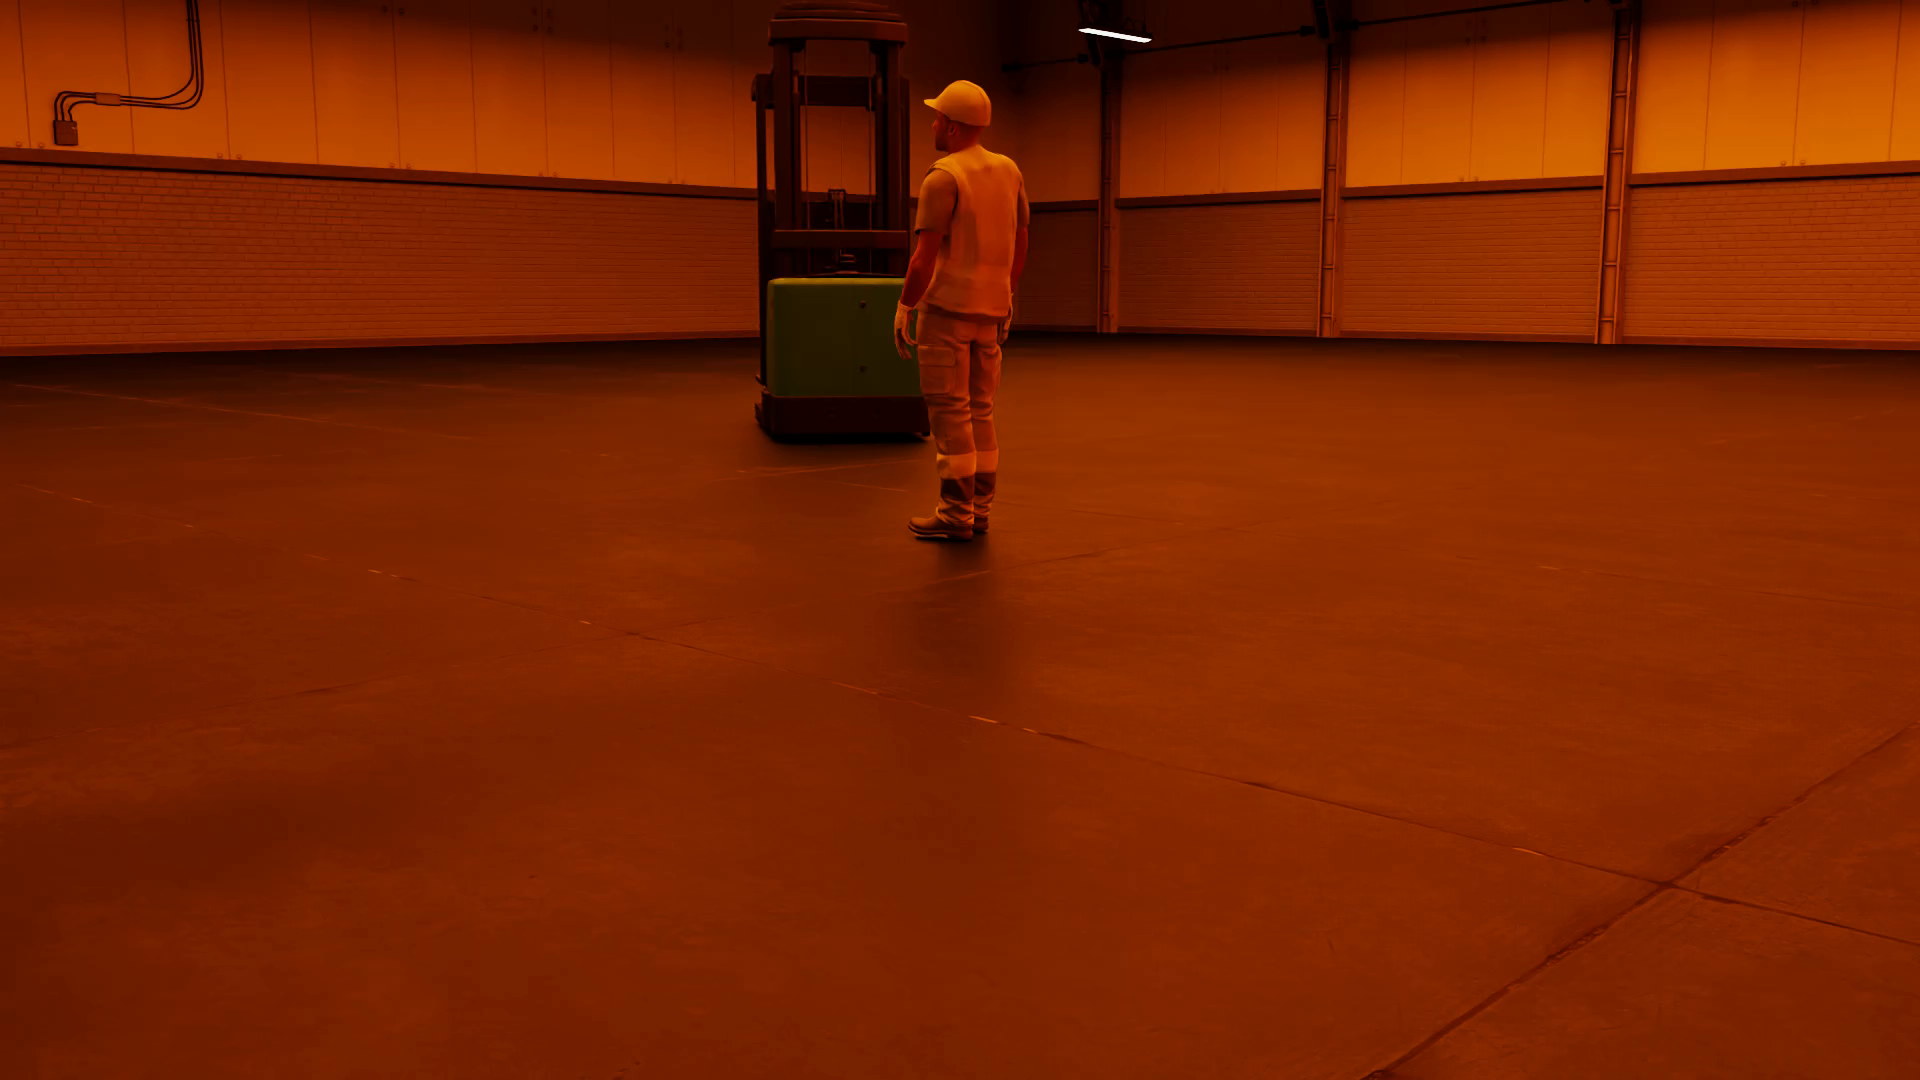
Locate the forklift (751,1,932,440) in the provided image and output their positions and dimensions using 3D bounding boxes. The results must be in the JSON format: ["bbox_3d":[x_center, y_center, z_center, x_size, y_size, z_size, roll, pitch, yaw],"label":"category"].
[{"bbox_3d":[-0.941,-2.298,12.134,1.130,2.935,3.031,-1,9,-10],"label":"forklift"}]

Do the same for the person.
[{"bbox_3d":[-0.049,-0.902,6.647,0.564,1.787,0.637,8,12,43],"label":"person"}]
